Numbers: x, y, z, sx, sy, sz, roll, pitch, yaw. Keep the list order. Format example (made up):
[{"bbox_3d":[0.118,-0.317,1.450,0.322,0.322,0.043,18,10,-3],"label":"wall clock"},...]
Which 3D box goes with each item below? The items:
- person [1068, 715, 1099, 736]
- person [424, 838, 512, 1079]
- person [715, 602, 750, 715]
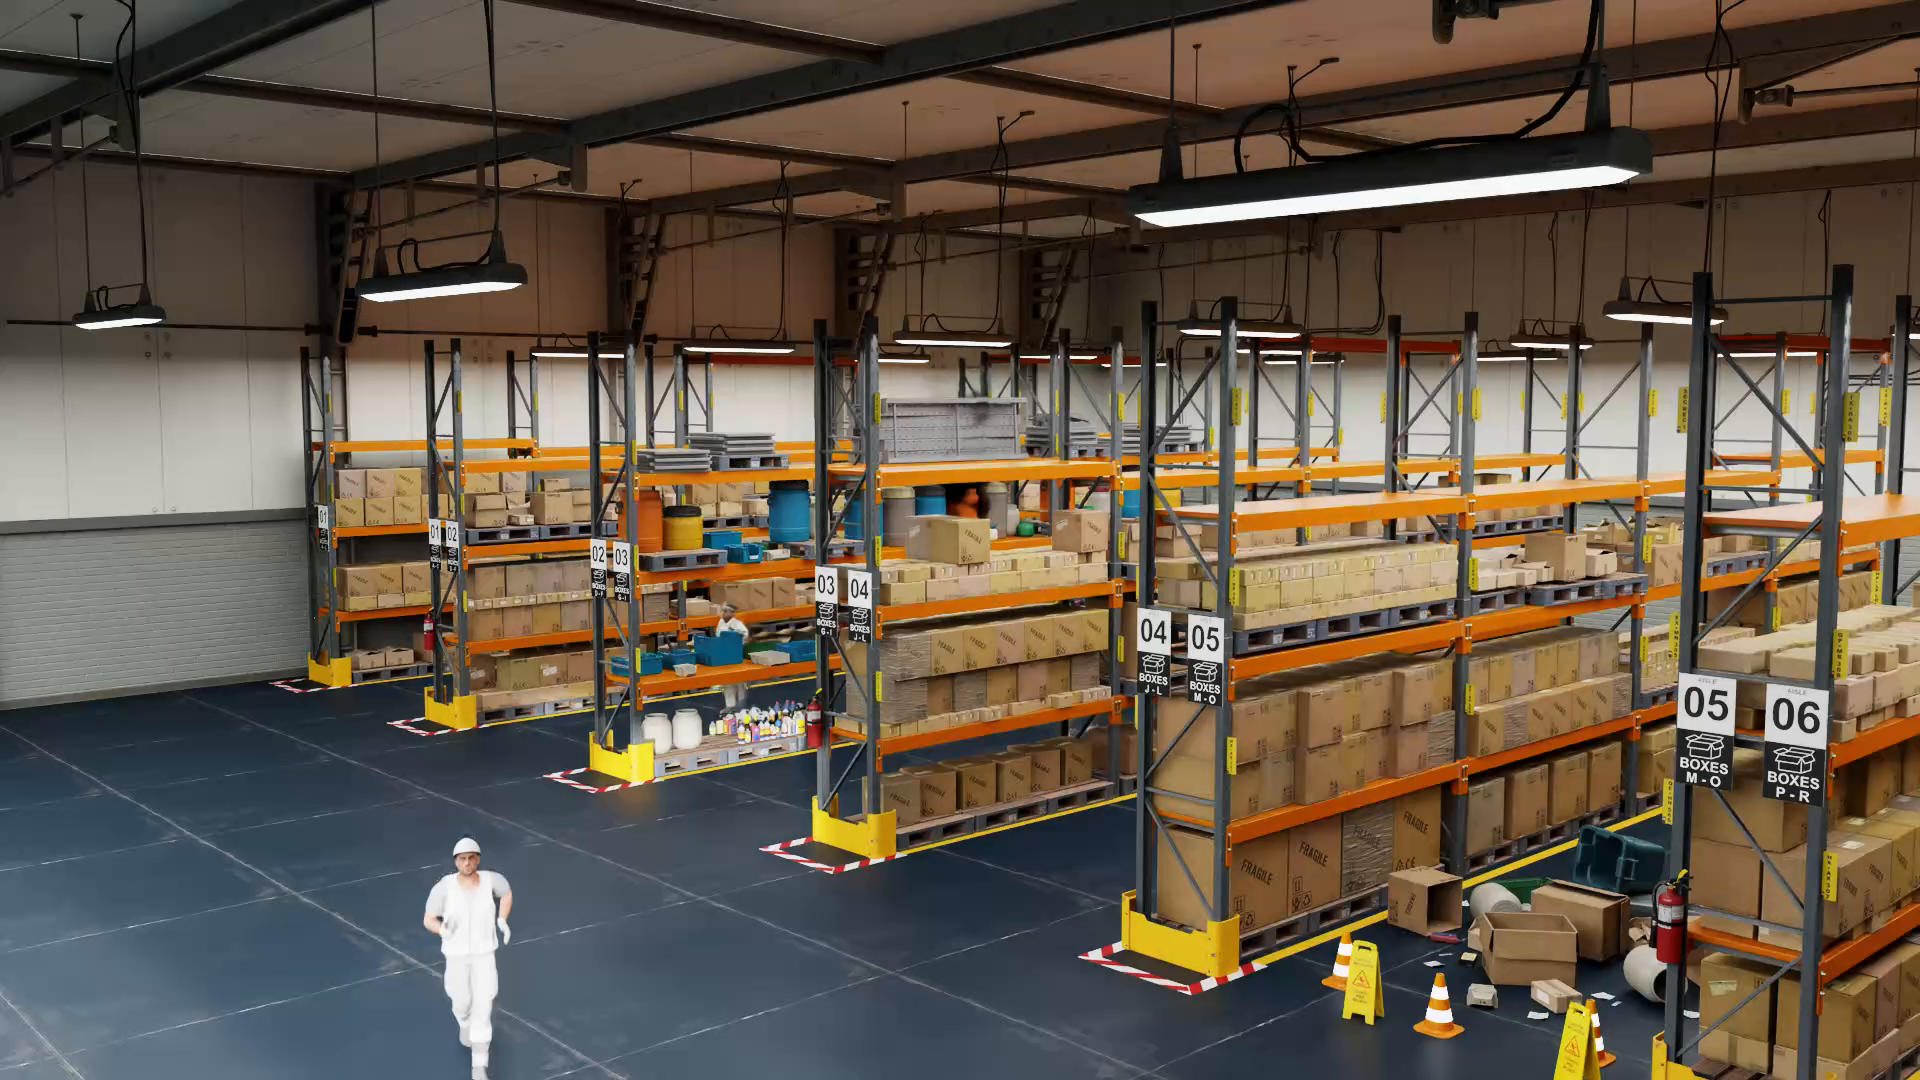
[{"bbox_3d":[1.710,1.958,23.708,0.695,1.735,0.569,-5,7,-43],"label":"person"},{"bbox_3d":[-3.720,3.142,12.625,0.656,1.786,0.987,-2,5,-17],"label":"person"},{"bbox_3d":[-3.488,1.797,25.685,0.650,1.734,0.656,4,7,40],"label":"person"}]
